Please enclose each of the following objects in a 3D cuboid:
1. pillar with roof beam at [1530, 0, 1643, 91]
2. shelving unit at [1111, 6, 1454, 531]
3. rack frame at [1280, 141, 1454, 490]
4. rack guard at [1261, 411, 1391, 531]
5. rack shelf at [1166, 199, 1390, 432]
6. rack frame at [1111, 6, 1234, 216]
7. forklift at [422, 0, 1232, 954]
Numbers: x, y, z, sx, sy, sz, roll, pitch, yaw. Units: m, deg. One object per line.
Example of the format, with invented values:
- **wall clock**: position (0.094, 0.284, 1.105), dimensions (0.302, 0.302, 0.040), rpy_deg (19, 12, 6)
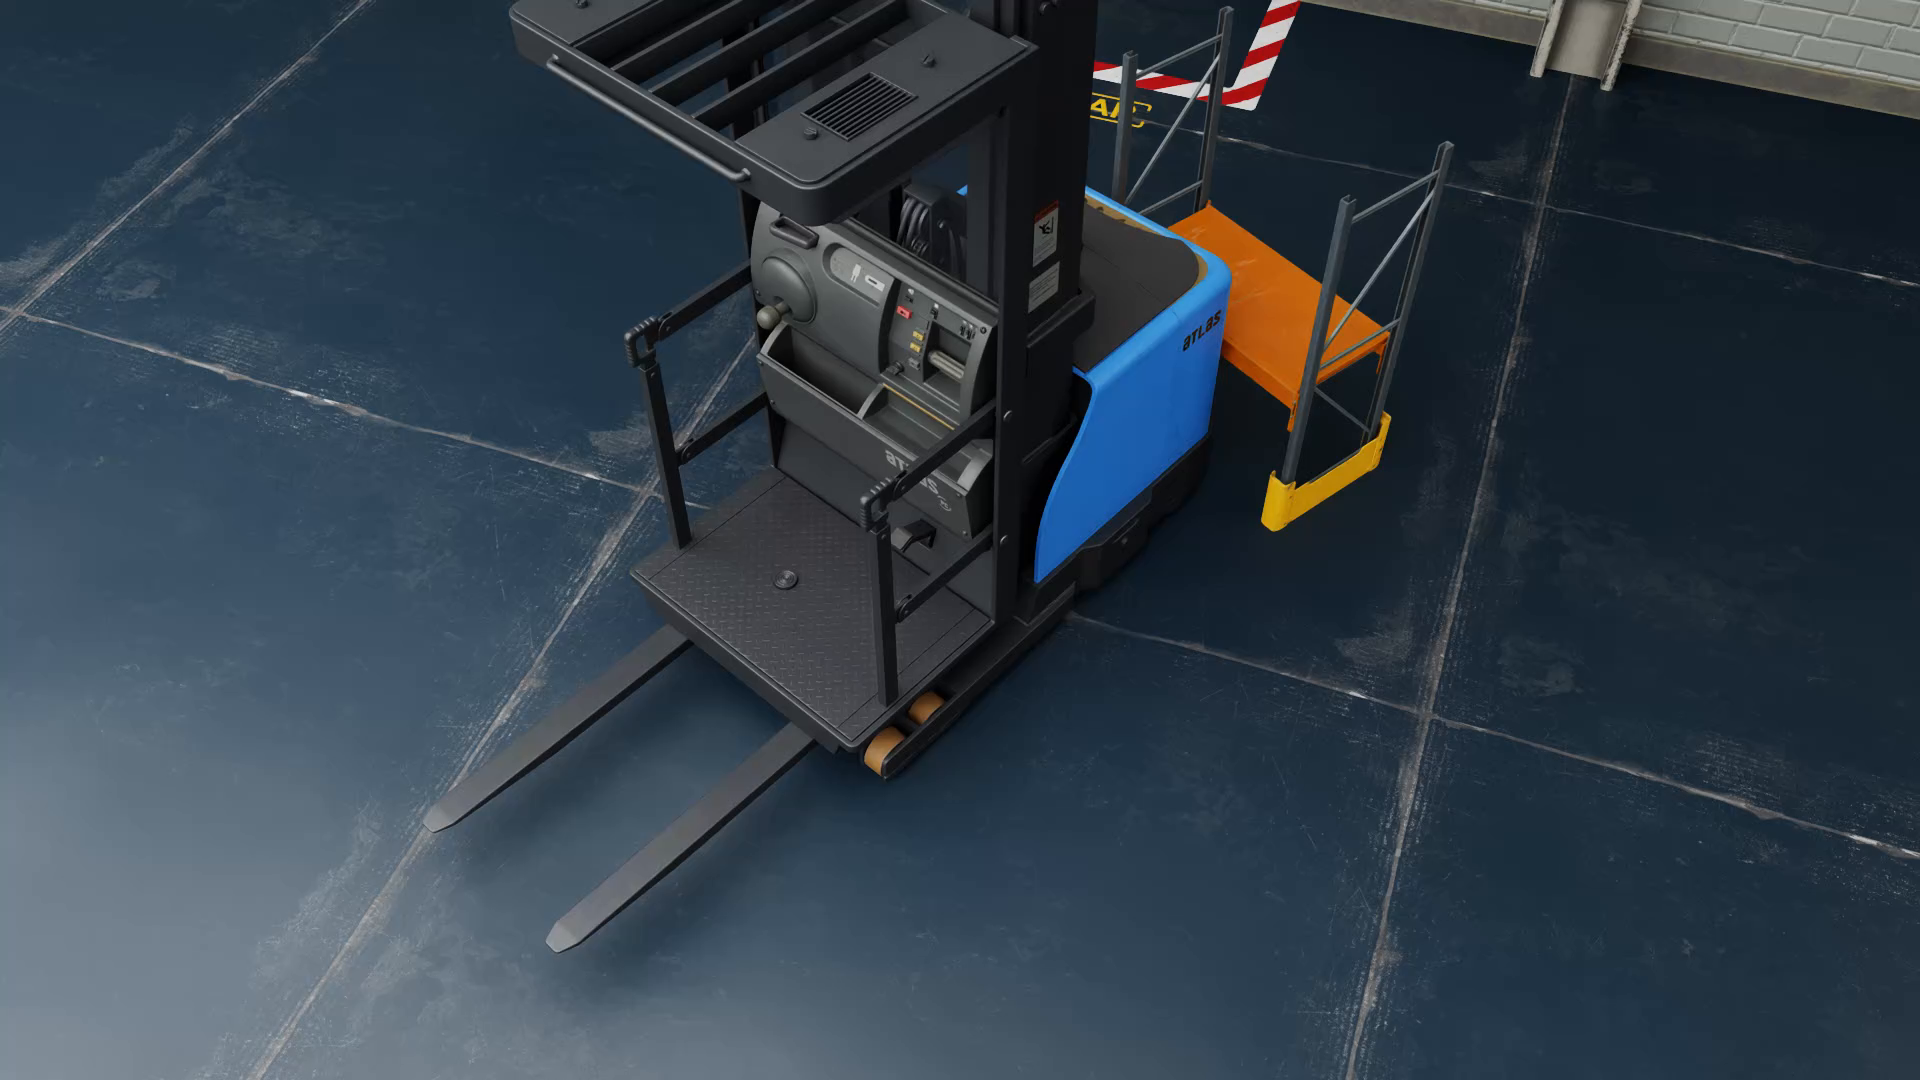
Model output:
- **pillar with roof beam**: position (1.574, -2.258, 2.252), dimensions (0.400, 9.000, 9.100), rpy_deg (16, 51, 13)
- **shelving unit**: position (1.085, -0.975, 6.102), dimensions (0.587, 1.500, 1.083), rpy_deg (-30, 56, -24)
- **rack frame**: position (1.392, -0.677, 5.844), dimensions (0.500, 1.500, 0.032), rpy_deg (-30, 56, -24)
- **rack guard**: position (1.391, -0.269, 6.317), dimensions (0.587, 0.250, 0.087), rpy_deg (-30, 56, -24)
- **rack shelf**: position (1.079, -0.863, 6.243), dimensions (0.538, 0.185, 1.000), rpy_deg (-30, 56, -24)
- **rack frame**: position (0.767, -1.283, 6.370), dimensions (0.500, 1.500, 0.032), rpy_deg (-30, 56, -24)
- **forklift**: position (-0.418, -0.612, 4.840), dimensions (1.130, 2.935, 3.031), rpy_deg (34, 57, 26)
